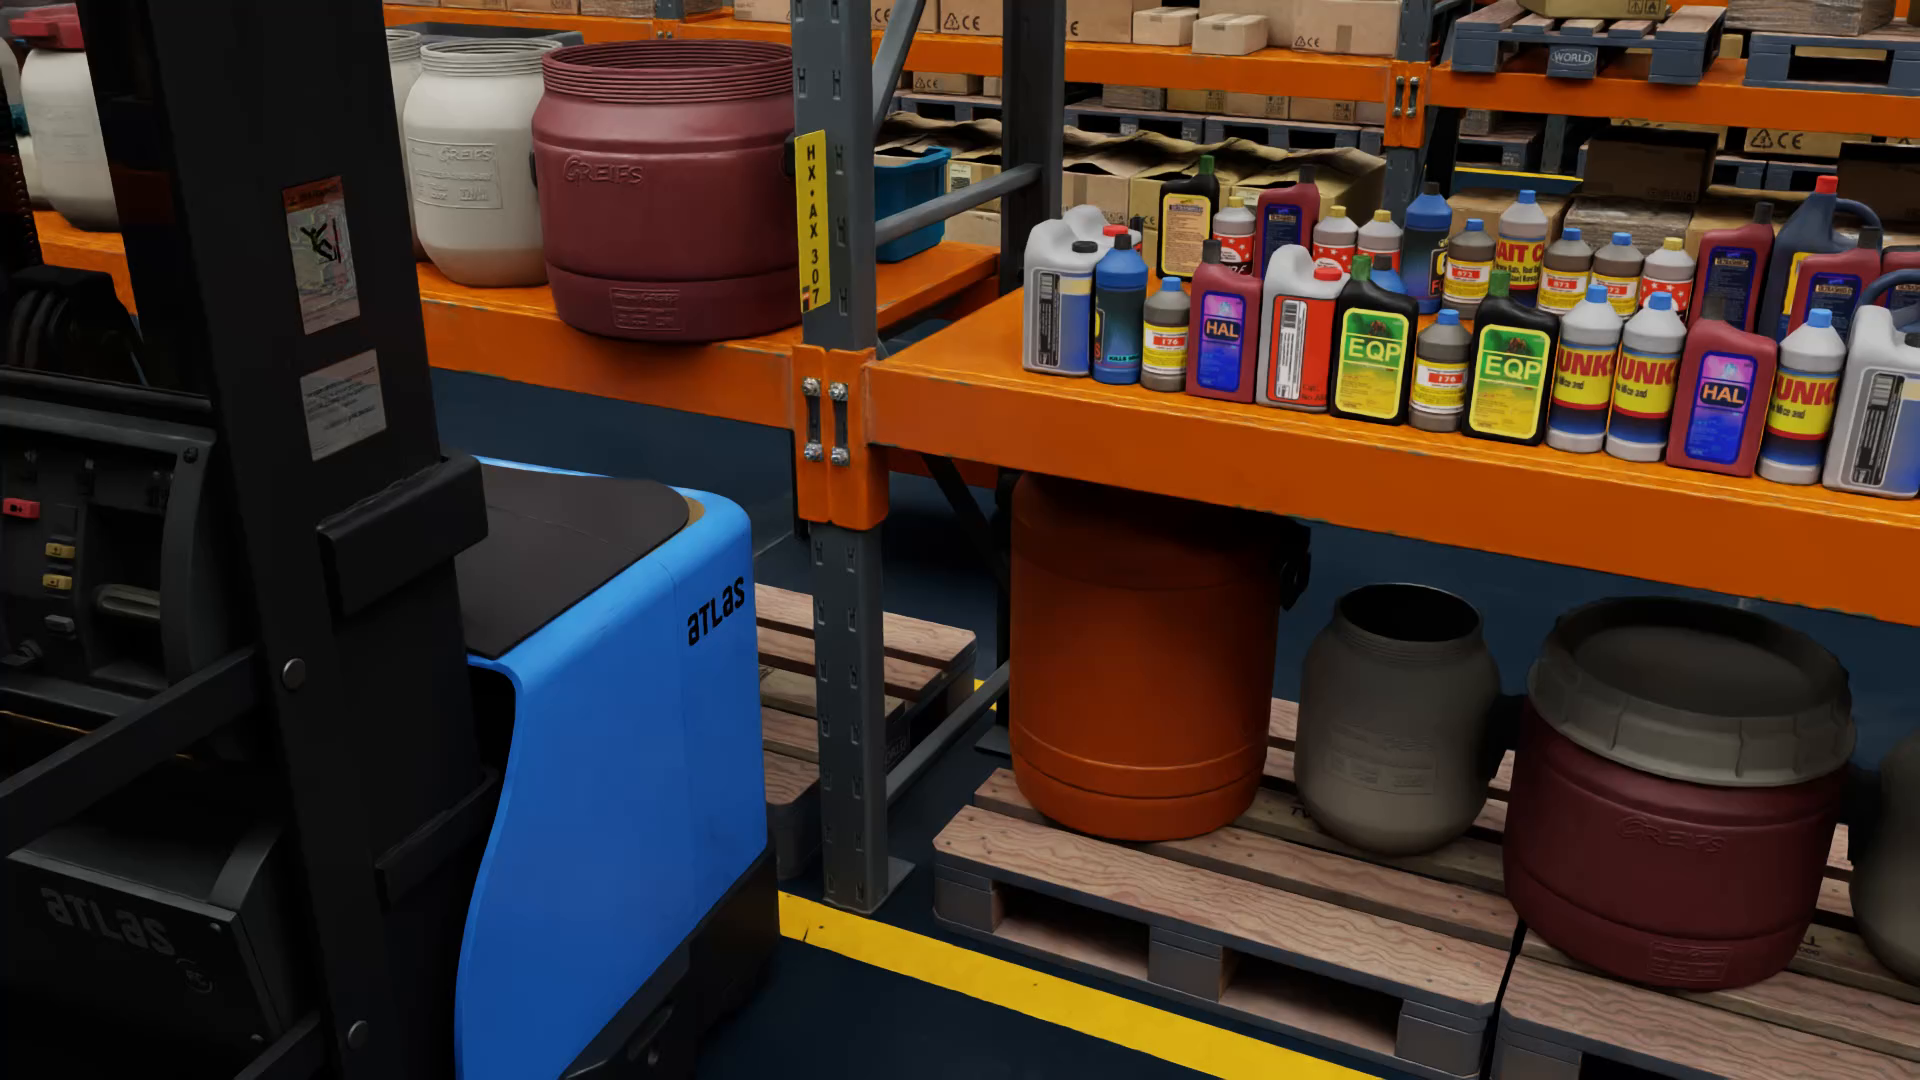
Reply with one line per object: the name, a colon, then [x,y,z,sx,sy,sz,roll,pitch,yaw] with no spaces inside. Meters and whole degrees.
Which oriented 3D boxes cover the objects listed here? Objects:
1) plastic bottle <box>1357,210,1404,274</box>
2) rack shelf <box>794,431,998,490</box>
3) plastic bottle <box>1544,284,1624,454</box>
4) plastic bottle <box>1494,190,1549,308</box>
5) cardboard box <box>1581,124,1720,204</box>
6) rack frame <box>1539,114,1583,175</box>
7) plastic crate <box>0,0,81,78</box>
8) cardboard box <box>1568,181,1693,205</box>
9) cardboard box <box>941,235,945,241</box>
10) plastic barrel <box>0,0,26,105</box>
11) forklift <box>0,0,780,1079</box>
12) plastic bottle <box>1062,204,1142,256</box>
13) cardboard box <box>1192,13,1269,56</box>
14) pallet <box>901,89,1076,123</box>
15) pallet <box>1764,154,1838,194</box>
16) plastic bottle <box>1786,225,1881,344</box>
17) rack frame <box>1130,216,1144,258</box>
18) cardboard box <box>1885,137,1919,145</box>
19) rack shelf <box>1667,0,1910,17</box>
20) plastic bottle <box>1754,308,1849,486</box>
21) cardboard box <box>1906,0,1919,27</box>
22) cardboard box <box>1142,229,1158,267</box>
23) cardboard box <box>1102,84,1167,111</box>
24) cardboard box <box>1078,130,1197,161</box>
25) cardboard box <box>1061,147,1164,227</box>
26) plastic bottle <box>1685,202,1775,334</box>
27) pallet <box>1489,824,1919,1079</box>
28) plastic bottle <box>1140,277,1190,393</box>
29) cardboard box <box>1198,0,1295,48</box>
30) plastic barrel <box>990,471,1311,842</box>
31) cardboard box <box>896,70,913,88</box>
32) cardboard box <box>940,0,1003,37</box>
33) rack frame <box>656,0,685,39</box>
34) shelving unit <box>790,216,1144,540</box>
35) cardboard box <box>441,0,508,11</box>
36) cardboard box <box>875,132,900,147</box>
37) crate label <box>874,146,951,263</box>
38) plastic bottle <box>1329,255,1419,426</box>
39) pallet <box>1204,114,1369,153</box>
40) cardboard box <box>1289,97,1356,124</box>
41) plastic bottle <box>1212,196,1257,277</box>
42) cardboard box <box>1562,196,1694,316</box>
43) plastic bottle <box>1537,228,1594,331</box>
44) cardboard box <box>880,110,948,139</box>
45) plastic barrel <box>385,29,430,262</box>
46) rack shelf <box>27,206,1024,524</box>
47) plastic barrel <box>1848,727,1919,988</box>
plastic bottle: [0.909,-0.613,3.612,0.097,0.201,0.097,0,23,0]
rack shelf: [0.006,-0.291,5.623,1.000,0.278,0.538,11,25,25]
plastic bottle: [1.037,-0.287,2.756,0.097,0.271,0.097,0,23,0]
plastic bottle: [1.169,-0.593,3.477,0.097,0.271,0.097,0,23,0]
cardboard box: [3.199,-1.746,7.697,0.500,0.250,0.500,12,26,27]
rack frame: [4.438,-4.171,11.726,0.127,3.000,1.000,11,25,25]
plastic crate: [-3.032,-1.468,5.288,0.583,0.464,0.402,11,25,25]
cardboard box: [3.146,-1.410,7.864,0.500,0.500,0.500,12,26,27]
cardboard box: [-0.197,-1.736,8.976,0.500,0.250,0.500,10,25,23]
plastic barrel: [-2.847,-1.235,4.647,0.433,0.535,0.433,0,23,0]
forklift: [-1.406,0.019,1.961,1.130,2.935,3.031,9,25,20]
plastic bottle: [0.277,-0.518,3.294,0.135,0.276,0.152,11,25,25]
cardboard box: [1.279,-2.387,7.852,0.250,0.149,0.380,11,25,25]
pallet: [0.253,-3.701,14.182,1.213,0.211,1.003,11,25,25]
pallet: [6.192,-2.507,11.375,1.213,0.211,1.003,11,25,25]
plastic bottle: [1.641,-0.450,3.125,0.133,0.283,0.061,11,25,25]
rack frame: [0.460,-0.427,5.316,0.032,1.125,0.500,11,25,25]
cardboard box: [6.574,-2.894,10.933,0.750,0.750,0.750,12,26,26]
rack shelf: [6.223,-3.487,11.036,4.000,0.370,1.077,11,25,25]
plastic bottle: [1.330,-0.229,2.620,0.097,0.271,0.097,0,23,0]
cardboard box: [4.171,-2.264,6.576,0.500,0.500,0.700,5,24,11]
cardboard box: [1.165,-1.466,8.341,0.500,0.250,0.500,11,25,24]
cardboard box: [1.532,-3.806,13.498,0.500,0.500,0.700,12,26,26]
cardboard box: [0.944,-2.002,8.886,0.500,0.311,0.500,10,25,23]
cardboard box: [0.711,-1.813,8.440,0.500,0.311,0.500,11,25,24]
plastic bottle: [1.541,-0.533,3.320,0.133,0.283,0.061,11,25,25]
pallet: [1.775,0.912,3.335,1.213,0.211,1.003,11,25,25]
plastic bottle: [0.386,-0.383,3.072,0.097,0.201,0.097,0,23,0]
cardboard box: [1.495,-2.625,8.204,0.500,0.311,0.500,11,25,24]
plastic barrel: [0.412,0.175,3.743,0.708,0.830,0.600,11,25,25]
cardboard box: [-0.550,-4.058,14.539,0.250,0.149,0.380,9,25,20]
cardboard box: [0.231,-2.870,8.538,0.500,0.500,0.500,11,25,25]
rack frame: [-1.364,-3.147,9.317,0.127,3.000,1.000,11,25,25]
shelving unit: [0.006,-0.516,5.527,1.048,1.125,0.538,11,25,25]
cardboard box: [-2.682,-3.450,9.902,0.500,0.500,0.700,12,26,25]
cardboard box: [-0.663,-2.083,9.075,0.500,0.311,0.500,11,25,24]
crate label: [-0.239,-0.840,4.105,0.416,0.233,0.303,11,25,25]
plastic bottle: [0.720,-0.347,2.882,0.133,0.283,0.061,11,25,25]
pallet: [2.656,-3.243,13.105,1.213,0.211,1.003,11,25,25]
cardboard box: [2.908,-3.542,12.878,0.500,0.500,0.700,11,25,24]
plastic bottle: [0.616,-0.671,3.748,0.097,0.201,0.097,0,23,0]
cardboard box: [2.953,-1.222,7.423,0.500,0.500,0.500,10,25,23]
plastic bottle: [1.256,-0.544,3.450,0.097,0.201,0.097,0,23,0]
cardboard box: [-0.406,-2.272,9.520,0.500,0.311,0.500,12,26,26]
plastic barrel: [-1.423,-0.944,3.995,0.421,0.512,0.421,0,23,0]
rack shelf: [-1.817,-0.733,4.561,4.000,0.370,1.077,11,25,25]
plastic barrel: [1.964,0.589,3.175,0.421,0.512,0.421,0,23,0]
